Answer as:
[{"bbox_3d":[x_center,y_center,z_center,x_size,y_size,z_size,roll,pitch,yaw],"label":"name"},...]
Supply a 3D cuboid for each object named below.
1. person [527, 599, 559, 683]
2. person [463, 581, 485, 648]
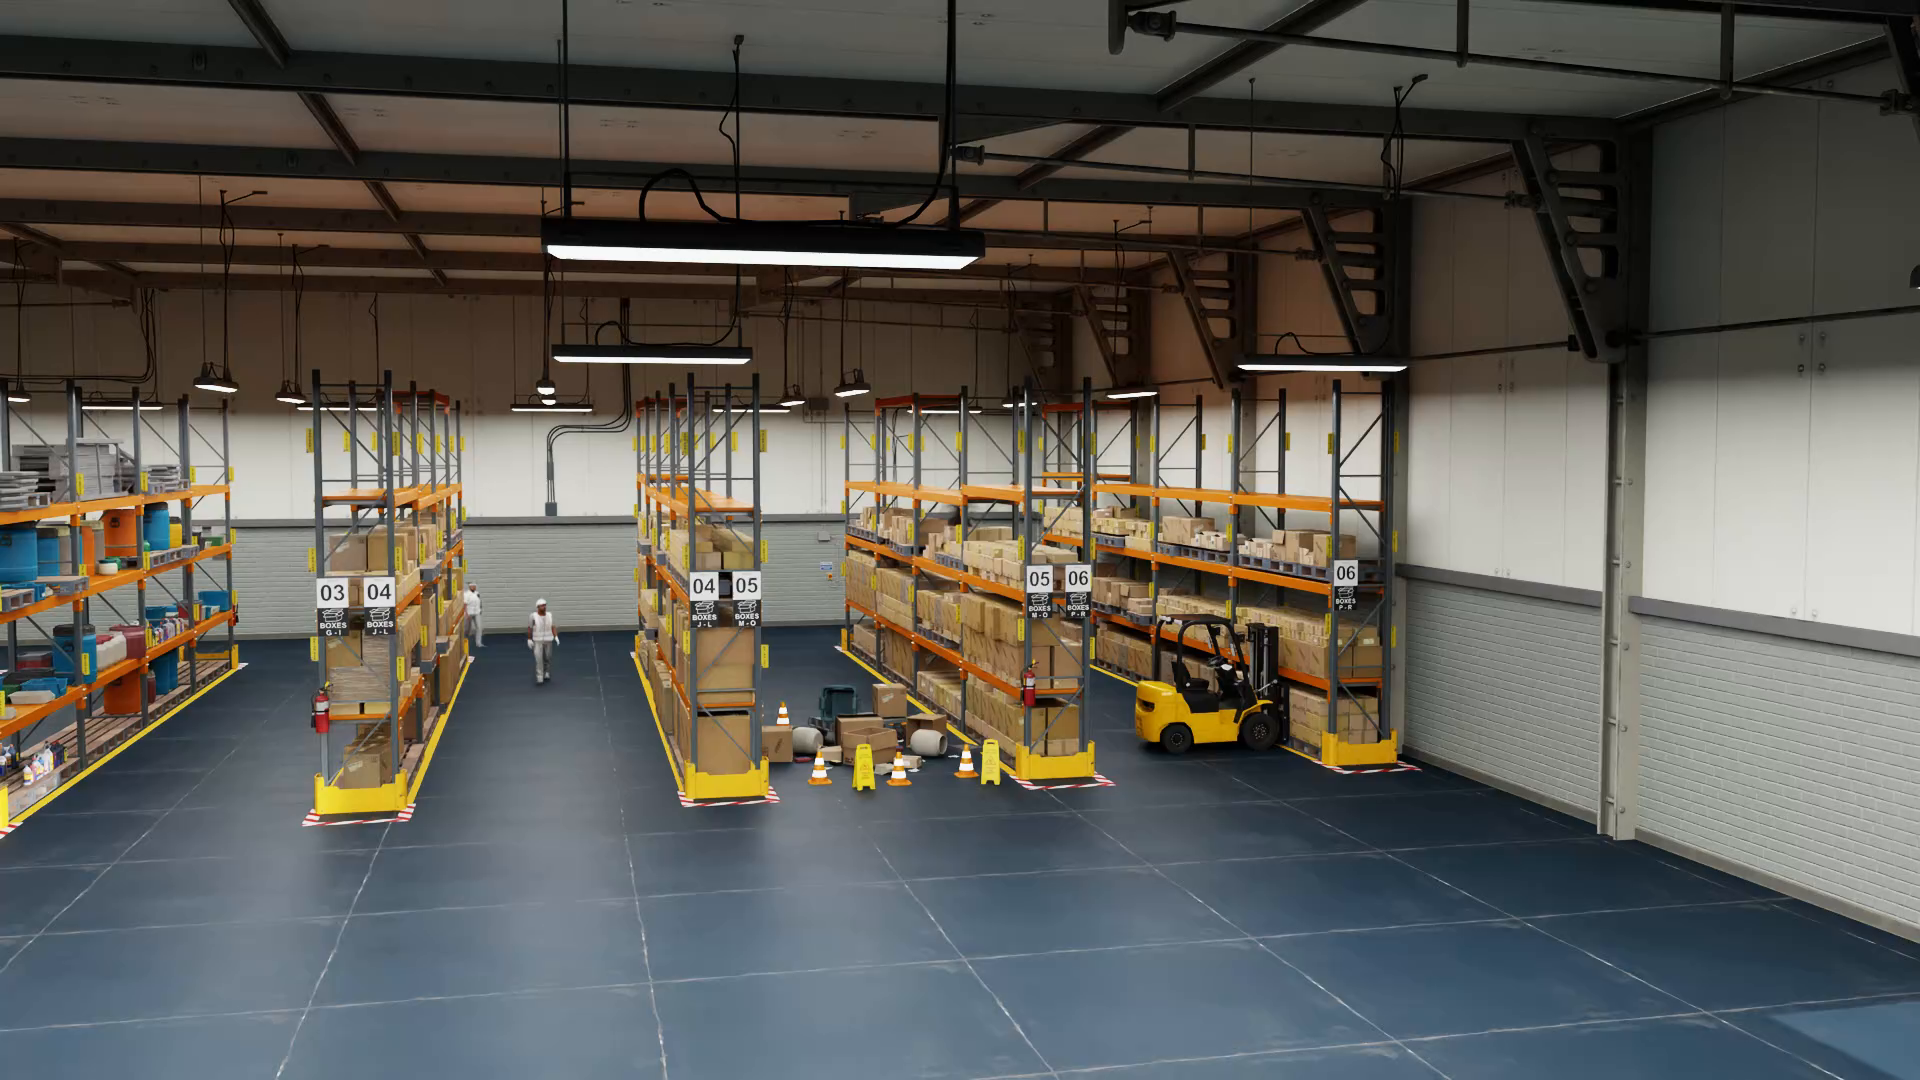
[{"bbox_3d":[-8.734,2.105,34.840,0.652,1.733,1.046,-1,3,-15],"label":"person"},{"bbox_3d":[-12.007,1.815,40.959,0.477,1.644,0.927,-2,4,-36],"label":"person"}]
